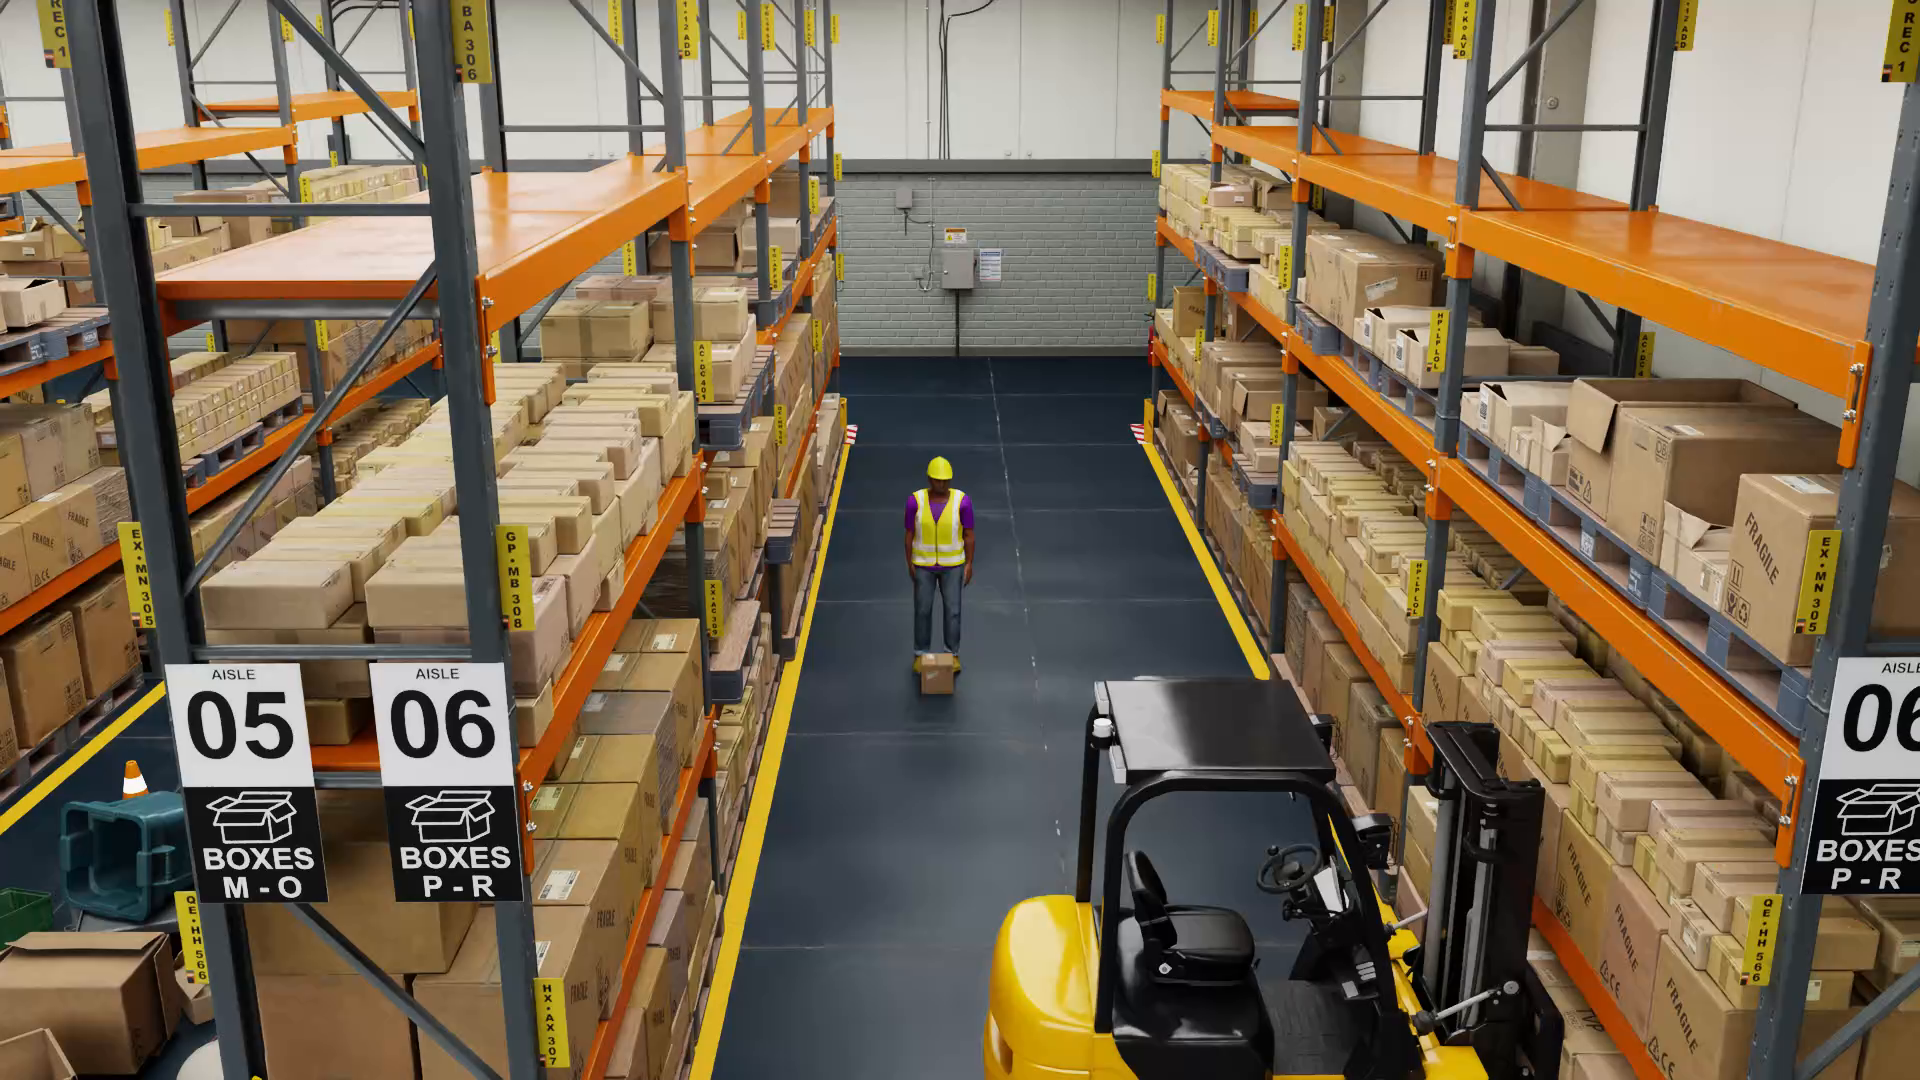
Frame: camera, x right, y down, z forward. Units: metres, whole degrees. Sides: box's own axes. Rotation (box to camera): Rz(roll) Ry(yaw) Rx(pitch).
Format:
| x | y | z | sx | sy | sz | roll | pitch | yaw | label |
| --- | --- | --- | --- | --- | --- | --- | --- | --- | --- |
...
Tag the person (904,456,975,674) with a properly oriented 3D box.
| x | y | z | sx | sy | sz | roll | pitch | yaw | label |
| --- | --- | --- | --- | --- | --- | --- | --- | --- | --- |
| -0.164 | 0.200 | 13.379 | 0.564 | 1.778 | 0.360 | 0 | 17 | 0 | person |
